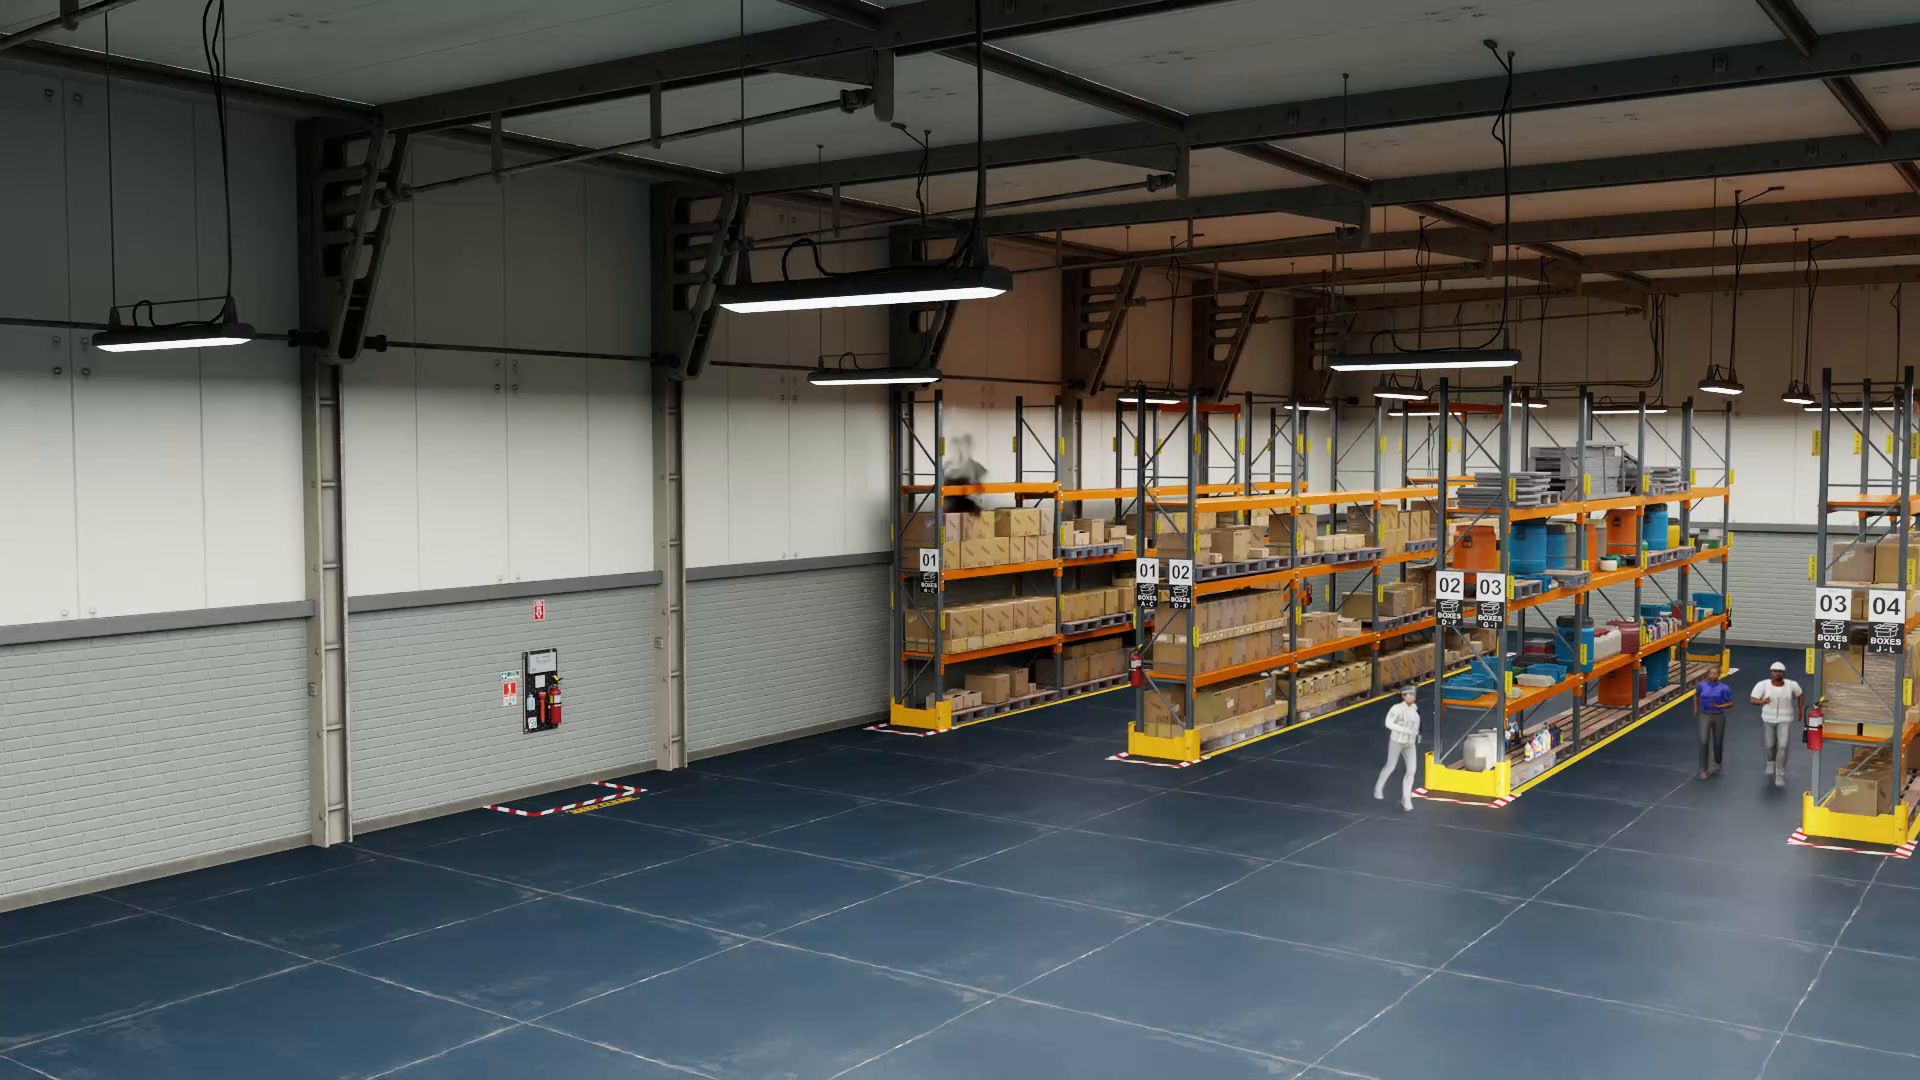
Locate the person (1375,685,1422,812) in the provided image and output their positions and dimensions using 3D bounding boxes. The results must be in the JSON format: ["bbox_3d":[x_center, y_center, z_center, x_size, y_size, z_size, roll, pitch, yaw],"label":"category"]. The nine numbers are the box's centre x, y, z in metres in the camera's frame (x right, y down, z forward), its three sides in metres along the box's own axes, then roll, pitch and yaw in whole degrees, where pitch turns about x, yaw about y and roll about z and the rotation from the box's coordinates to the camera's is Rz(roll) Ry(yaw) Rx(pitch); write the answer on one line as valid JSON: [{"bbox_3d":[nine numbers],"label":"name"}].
[{"bbox_3d":[6.178,2.856,23.189,0.643,1.700,0.882,-1,3,-17],"label":"person"}]

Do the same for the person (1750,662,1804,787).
[{"bbox_3d":[12.144,2.702,24.748,0.721,1.794,0.902,2,4,27],"label":"person"}]

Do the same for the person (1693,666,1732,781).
[{"bbox_3d":[11.392,2.755,25.187,0.561,1.706,0.787,2,4,29],"label":"person"}]
